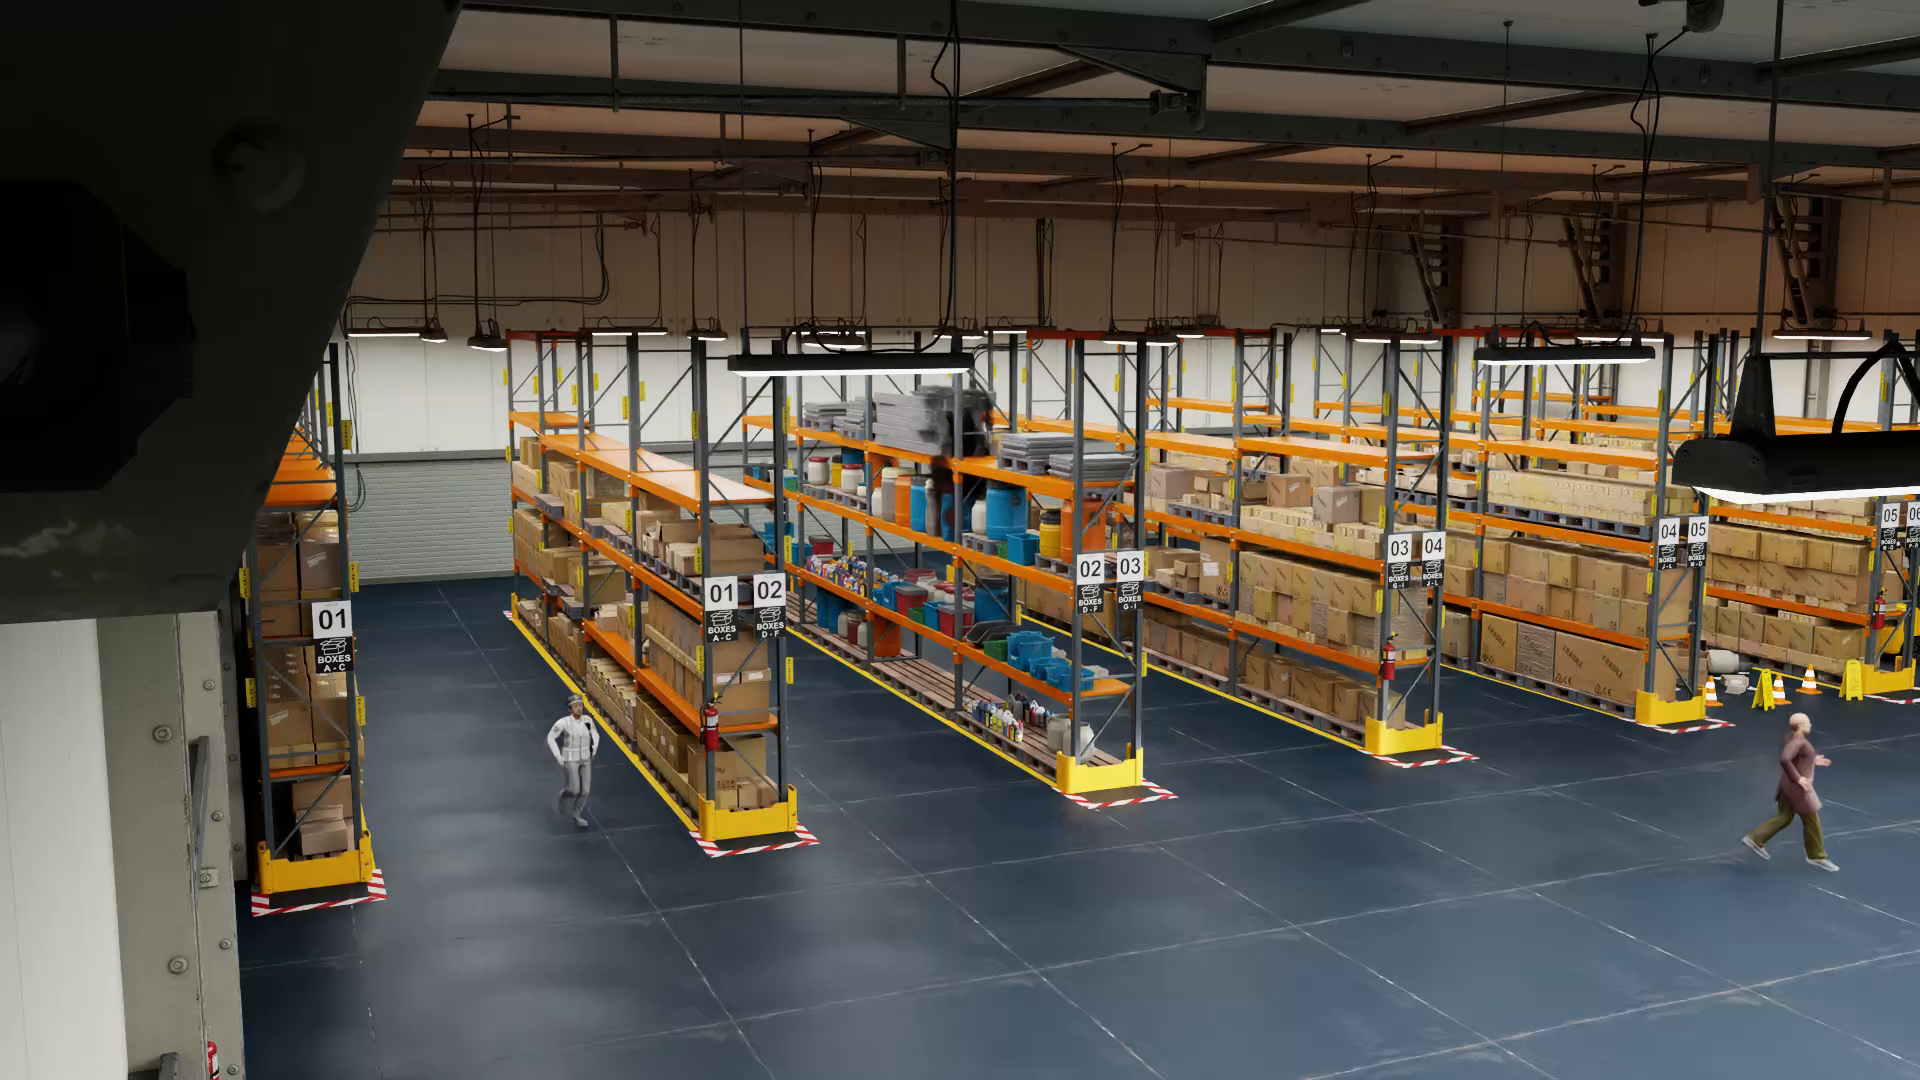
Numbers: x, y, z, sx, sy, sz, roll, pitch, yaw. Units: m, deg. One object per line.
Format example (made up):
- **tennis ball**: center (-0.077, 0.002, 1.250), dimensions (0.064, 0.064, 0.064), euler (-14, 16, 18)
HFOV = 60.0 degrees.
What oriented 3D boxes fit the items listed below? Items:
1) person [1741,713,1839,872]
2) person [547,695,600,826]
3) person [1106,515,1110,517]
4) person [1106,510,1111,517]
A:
- **person**: center (9.527, 2.864, 18.998), dimensions (1.041, 1.805, 0.703), euler (1, 8, 7)
- **person**: center (-4.749, 2.724, 20.604), dimensions (0.645, 1.667, 0.558), euler (-6, 10, -35)
- **person**: center (3.416, 0.197, 39.337), dimensions (0.623, 1.611, 0.552), euler (1, 8, 5)
- **person**: center (3.516, 0.073, 40.224), dimensions (0.633, 1.597, 0.753), euler (2, 8, 11)
